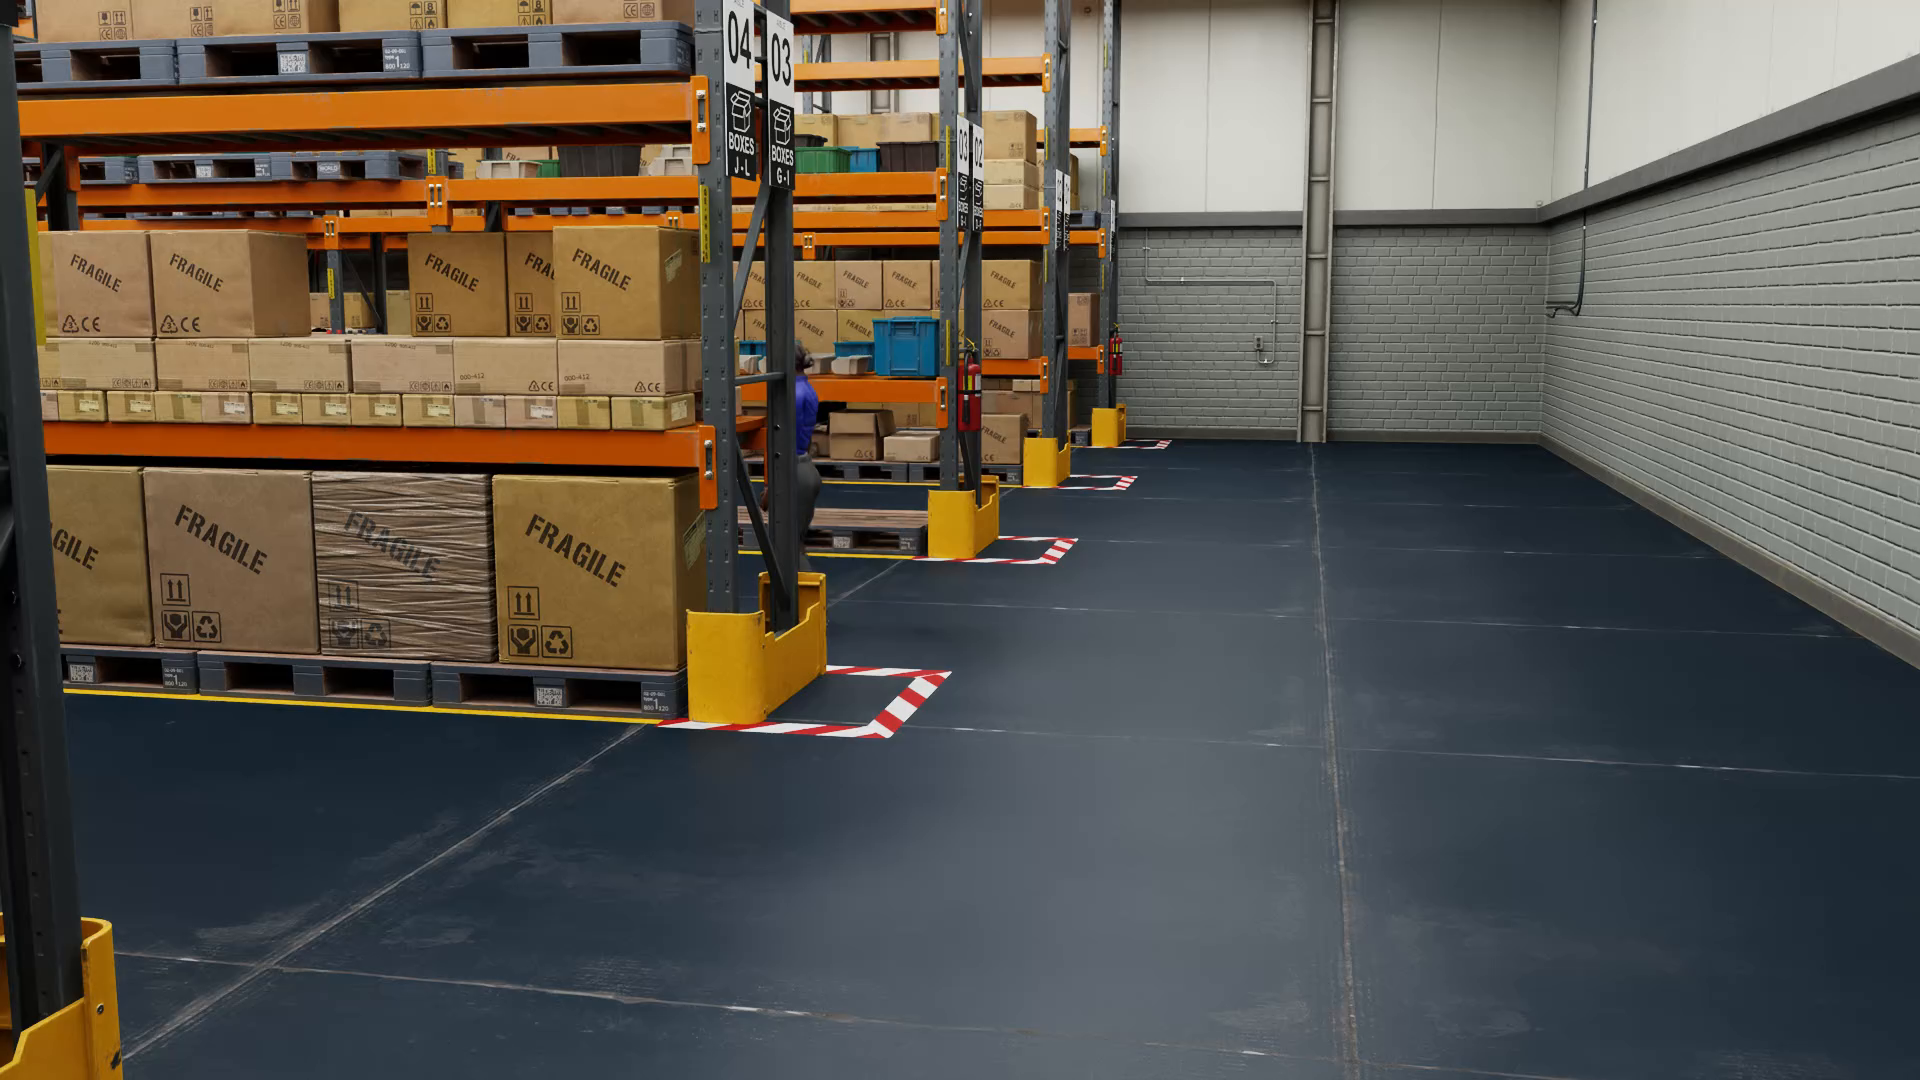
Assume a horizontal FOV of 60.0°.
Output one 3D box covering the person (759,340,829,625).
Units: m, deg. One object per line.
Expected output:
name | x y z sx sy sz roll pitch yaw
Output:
person | -0.954 -0.303 9.408 0.465 1.671 0.461 1 8 9
